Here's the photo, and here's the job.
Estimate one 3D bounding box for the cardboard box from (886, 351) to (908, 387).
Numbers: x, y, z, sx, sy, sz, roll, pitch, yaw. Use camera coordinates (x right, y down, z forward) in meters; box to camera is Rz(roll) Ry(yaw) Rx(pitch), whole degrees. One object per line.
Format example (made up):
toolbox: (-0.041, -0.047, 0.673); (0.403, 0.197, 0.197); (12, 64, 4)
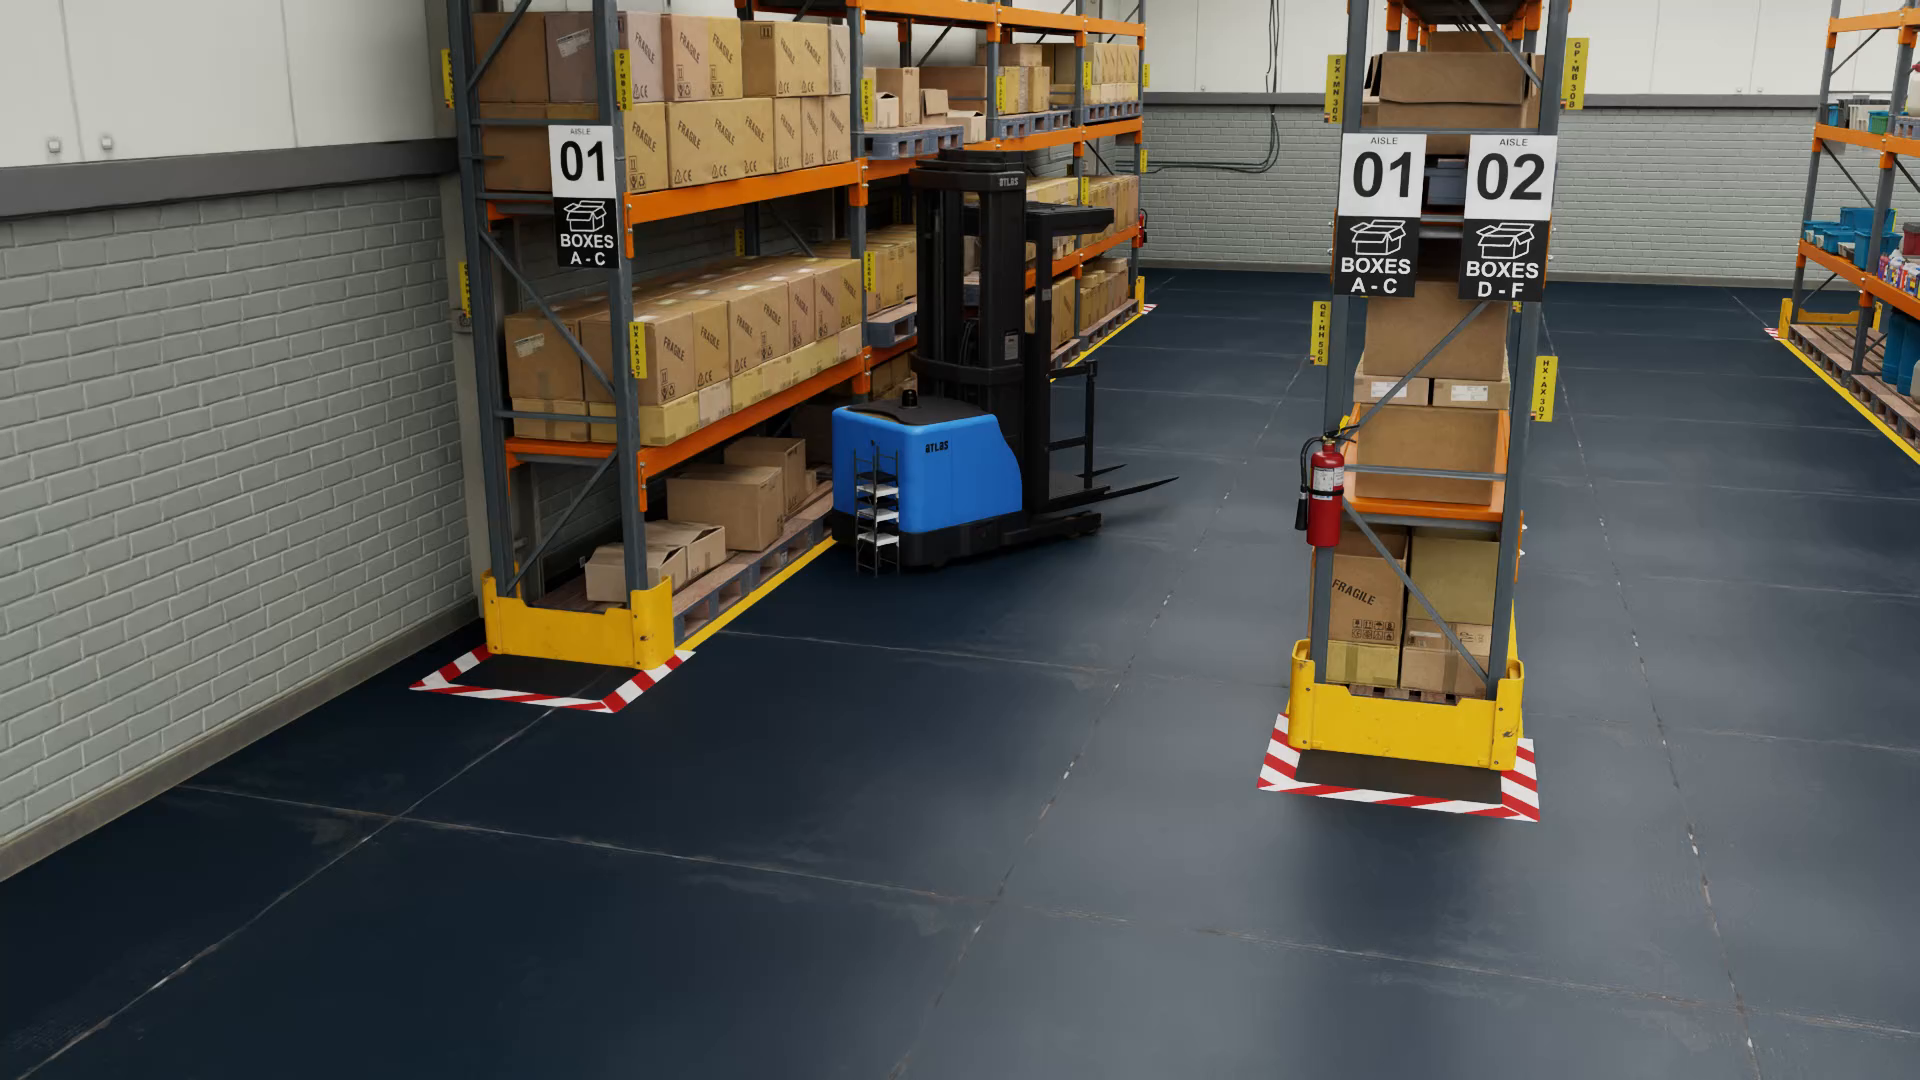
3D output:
cardboard box: (-0.789, -1.585, 15.321); (0.500, 0.250, 0.500); (4, 16, 14)

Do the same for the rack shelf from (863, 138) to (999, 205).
rack shelf: (-0.680, -3.390, 15.104); (1.077, 0.370, 4.000); (5, 16, 16)

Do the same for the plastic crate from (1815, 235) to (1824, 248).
plastic crate: (10.911, -3.749, 20.921); (0.250, 0.136, 0.298); (5, 16, 16)

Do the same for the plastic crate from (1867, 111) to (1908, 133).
plastic crate: (10.476, -4.720, 18.781); (0.416, 0.233, 0.300); (5, 16, 16)

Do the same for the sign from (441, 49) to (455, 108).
sign: (-2.912, -2.640, 9.521); (0.100, 0.325, 0.005); (5, 16, 16)

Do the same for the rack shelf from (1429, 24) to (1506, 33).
rack shelf: (6.344, -6.541, 20.723); (1.077, 0.370, 4.000); (5, 16, 16)

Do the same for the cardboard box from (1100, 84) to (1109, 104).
cardboard box: (1.633, -5.776, 21.521); (0.500, 0.250, 0.500); (4, 16, 15)

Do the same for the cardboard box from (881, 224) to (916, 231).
cardboard box: (-0.369, -2.804, 16.227); (0.700, 0.500, 0.500); (3, 16, 11)

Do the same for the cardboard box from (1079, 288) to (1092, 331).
cardboard box: (1.336, -3.049, 21.895); (0.700, 0.500, 0.500); (5, 17, 17)

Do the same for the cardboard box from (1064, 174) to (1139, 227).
cardboard box: (2.026, -4.919, 24.125); (0.980, 0.700, 0.700); (5, 17, 18)

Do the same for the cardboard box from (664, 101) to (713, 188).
cardboard box: (-1.864, -2.429, 10.181); (0.500, 0.500, 0.500); (6, 17, 20)

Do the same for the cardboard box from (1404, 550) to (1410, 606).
cardboard box: (2.649, 0.225, 10.810); (0.500, 0.250, 0.500); (5, 16, 16)

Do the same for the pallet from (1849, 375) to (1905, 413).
pallet: (10.264, -1.554, 17.921); (1.003, 0.211, 1.213); (5, 16, 16)

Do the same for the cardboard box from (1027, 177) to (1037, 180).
cardboard box: (0.644, -4.324, 20.437); (0.500, 0.250, 0.500); (5, 17, 18)

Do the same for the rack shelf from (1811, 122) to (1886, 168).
rack shelf: (11.092, -4.714, 19.774); (1.077, 0.370, 4.000); (5, 16, 16)

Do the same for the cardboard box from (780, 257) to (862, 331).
cardboard box: (-1.086, -1.920, 12.965); (0.500, 0.500, 0.500); (5, 16, 16)

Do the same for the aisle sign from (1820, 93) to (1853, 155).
aisle sign: (11.396, -5.433, 21.723); (0.394, 0.787, 0.004); (5, 16, 16)

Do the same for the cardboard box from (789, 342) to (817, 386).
cardboard box: (-1.370, -1.297, 12.143); (0.500, 0.250, 0.500); (5, 16, 16)

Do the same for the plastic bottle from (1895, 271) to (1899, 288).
plastic bottle: (9.808, -2.732, 17.329); (0.097, 0.201, 0.097); (0, 16, 0)

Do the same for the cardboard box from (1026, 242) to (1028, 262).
cardboard box: (0.429, -3.260, 18.061); (0.500, 0.500, 0.500); (5, 17, 18)

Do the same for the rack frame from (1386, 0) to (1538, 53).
rack frame: (3.502, -4.272, 11.401); (1.000, 3.000, 0.127); (5, 16, 16)

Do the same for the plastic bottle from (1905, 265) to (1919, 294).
plastic bottle: (9.698, -2.640, 16.867); (0.152, 0.276, 0.135); (5, 16, 16)

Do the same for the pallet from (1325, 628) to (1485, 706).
pallet: (2.542, 0.798, 9.627); (1.003, 0.211, 1.213); (5, 16, 16)

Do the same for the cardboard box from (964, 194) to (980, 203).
cardboard box: (0.273, -3.484, 17.475); (0.500, 0.250, 0.500); (5, 17, 17)

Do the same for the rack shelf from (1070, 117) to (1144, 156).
rack shelf: (1.593, -5.483, 22.483); (1.077, 0.370, 4.000); (5, 16, 16)

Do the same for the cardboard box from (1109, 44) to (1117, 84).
cardboard box: (1.772, -6.274, 21.901); (0.500, 0.500, 0.500); (5, 17, 16)

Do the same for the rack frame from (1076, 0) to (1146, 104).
rack frame: (2.162, -7.795, 23.820); (1.000, 3.000, 0.127); (5, 16, 16)

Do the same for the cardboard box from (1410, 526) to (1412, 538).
cardboard box: (2.786, -0.267, 11.170); (0.500, 0.500, 0.500); (5, 16, 16)

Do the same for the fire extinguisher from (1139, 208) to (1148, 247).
fire extinguisher: (2.647, -4.696, 24.713); (0.296, 0.674, 0.183); (5, 16, 16)

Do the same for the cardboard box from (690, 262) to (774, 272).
cardboard box: (-1.733, -1.826, 12.633); (0.500, 0.500, 0.500); (5, 16, 16)

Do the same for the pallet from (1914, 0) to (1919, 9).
pallet: (10.318, -5.478, 16.731); (1.003, 0.211, 1.213); (5, 16, 16)

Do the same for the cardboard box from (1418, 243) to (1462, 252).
cardboard box: (2.954, -1.548, 10.229); (0.700, 0.500, 0.500); (5, 16, 16)

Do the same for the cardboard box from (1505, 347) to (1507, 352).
cardboard box: (2.975, -1.056, 9.683); (0.380, 0.149, 0.250); (4, 16, 14)

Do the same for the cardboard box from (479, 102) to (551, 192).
cardboard box: (-2.509, -2.352, 9.909); (0.500, 0.500, 0.500); (6, 17, 20)

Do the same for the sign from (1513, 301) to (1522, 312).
sign: (4.035, -1.798, 11.940); (0.100, 0.325, 0.005); (5, 16, 16)

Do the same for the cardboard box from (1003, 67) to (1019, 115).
cardboard box: (0.241, -4.936, 18.250); (0.700, 0.500, 0.500); (6, 17, 19)

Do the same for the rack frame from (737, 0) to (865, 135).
rack frame: (-1.249, -4.655, 12.752); (1.000, 3.000, 0.127); (5, 16, 16)

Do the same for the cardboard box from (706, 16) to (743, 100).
cardboard box: (-1.717, -3.049, 10.532); (0.500, 0.500, 0.500); (5, 17, 17)

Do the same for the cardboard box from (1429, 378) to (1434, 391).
cardboard box: (2.655, -0.647, 9.429); (0.700, 0.500, 0.500); (5, 17, 17)

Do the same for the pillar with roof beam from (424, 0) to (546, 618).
pillar with roof beam: (1.112, -3.525, 8.767); (9.100, 9.000, 0.400); (5, 16, 16)

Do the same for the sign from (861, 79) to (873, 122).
sign: (-0.726, -3.421, 12.949); (0.100, 0.325, 0.005); (5, 16, 16)

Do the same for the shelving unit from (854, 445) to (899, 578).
shelving unit: (-0.595, -0.202, 11.893); (0.210, 0.900, 0.258); (-13, 21, -39)

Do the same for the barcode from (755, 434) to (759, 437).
barcode: (-1.632, -0.810, 13.375); (0.001, 0.075, 0.075); (5, 16, 16)

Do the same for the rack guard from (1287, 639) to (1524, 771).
rack guard: (2.358, 0.869, 8.849); (1.175, 0.500, 0.348); (5, 16, 16)

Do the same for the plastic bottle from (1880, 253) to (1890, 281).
plastic bottle: (9.972, -2.940, 17.912); (0.061, 0.283, 0.133); (5, 16, 16)

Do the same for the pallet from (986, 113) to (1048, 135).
pallet: (0.335, -4.633, 18.517); (1.003, 0.211, 1.213); (5, 17, 18)

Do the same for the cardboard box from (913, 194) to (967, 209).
cardboard box: (-0.231, -3.516, 17.590); (0.500, 0.250, 0.500); (5, 17, 17)

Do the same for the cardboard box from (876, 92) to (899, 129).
cardboard box: (-0.841, -3.669, 14.166); (0.500, 0.311, 0.500); (5, 17, 18)

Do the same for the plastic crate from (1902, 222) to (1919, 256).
plastic crate: (11.018, -3.368, 18.979); (0.402, 0.464, 0.583); (5, 16, 16)

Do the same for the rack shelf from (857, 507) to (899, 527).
rack shelf: (-0.595, -0.170, 11.902); (0.200, 0.077, 0.258); (-13, 21, -39)

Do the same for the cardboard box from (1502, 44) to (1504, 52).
cardboard box: (6.155, -5.701, 19.920); (0.700, 0.500, 0.500); (5, 16, 16)

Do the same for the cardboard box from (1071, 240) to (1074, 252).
cardboard box: (1.200, -3.641, 20.592); (0.380, 0.149, 0.250); (5, 17, 16)

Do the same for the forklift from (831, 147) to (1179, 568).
forklift: (0.472, -1.522, 12.823); (3.031, 2.935, 1.130); (-13, 21, -39)

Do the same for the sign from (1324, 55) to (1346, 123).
sign: (1.849, -2.216, 8.172); (0.100, 0.325, 0.005); (5, 16, 16)

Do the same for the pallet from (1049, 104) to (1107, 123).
pallet: (1.268, -5.476, 21.304); (1.003, 0.211, 1.213); (5, 16, 16)

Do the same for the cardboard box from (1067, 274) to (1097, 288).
cardboard box: (1.608, -3.437, 22.072); (0.380, 0.149, 0.250); (5, 17, 18)

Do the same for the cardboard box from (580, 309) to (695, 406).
cardboard box: (-1.961, -1.123, 10.154); (0.500, 0.500, 0.500); (5, 16, 16)
